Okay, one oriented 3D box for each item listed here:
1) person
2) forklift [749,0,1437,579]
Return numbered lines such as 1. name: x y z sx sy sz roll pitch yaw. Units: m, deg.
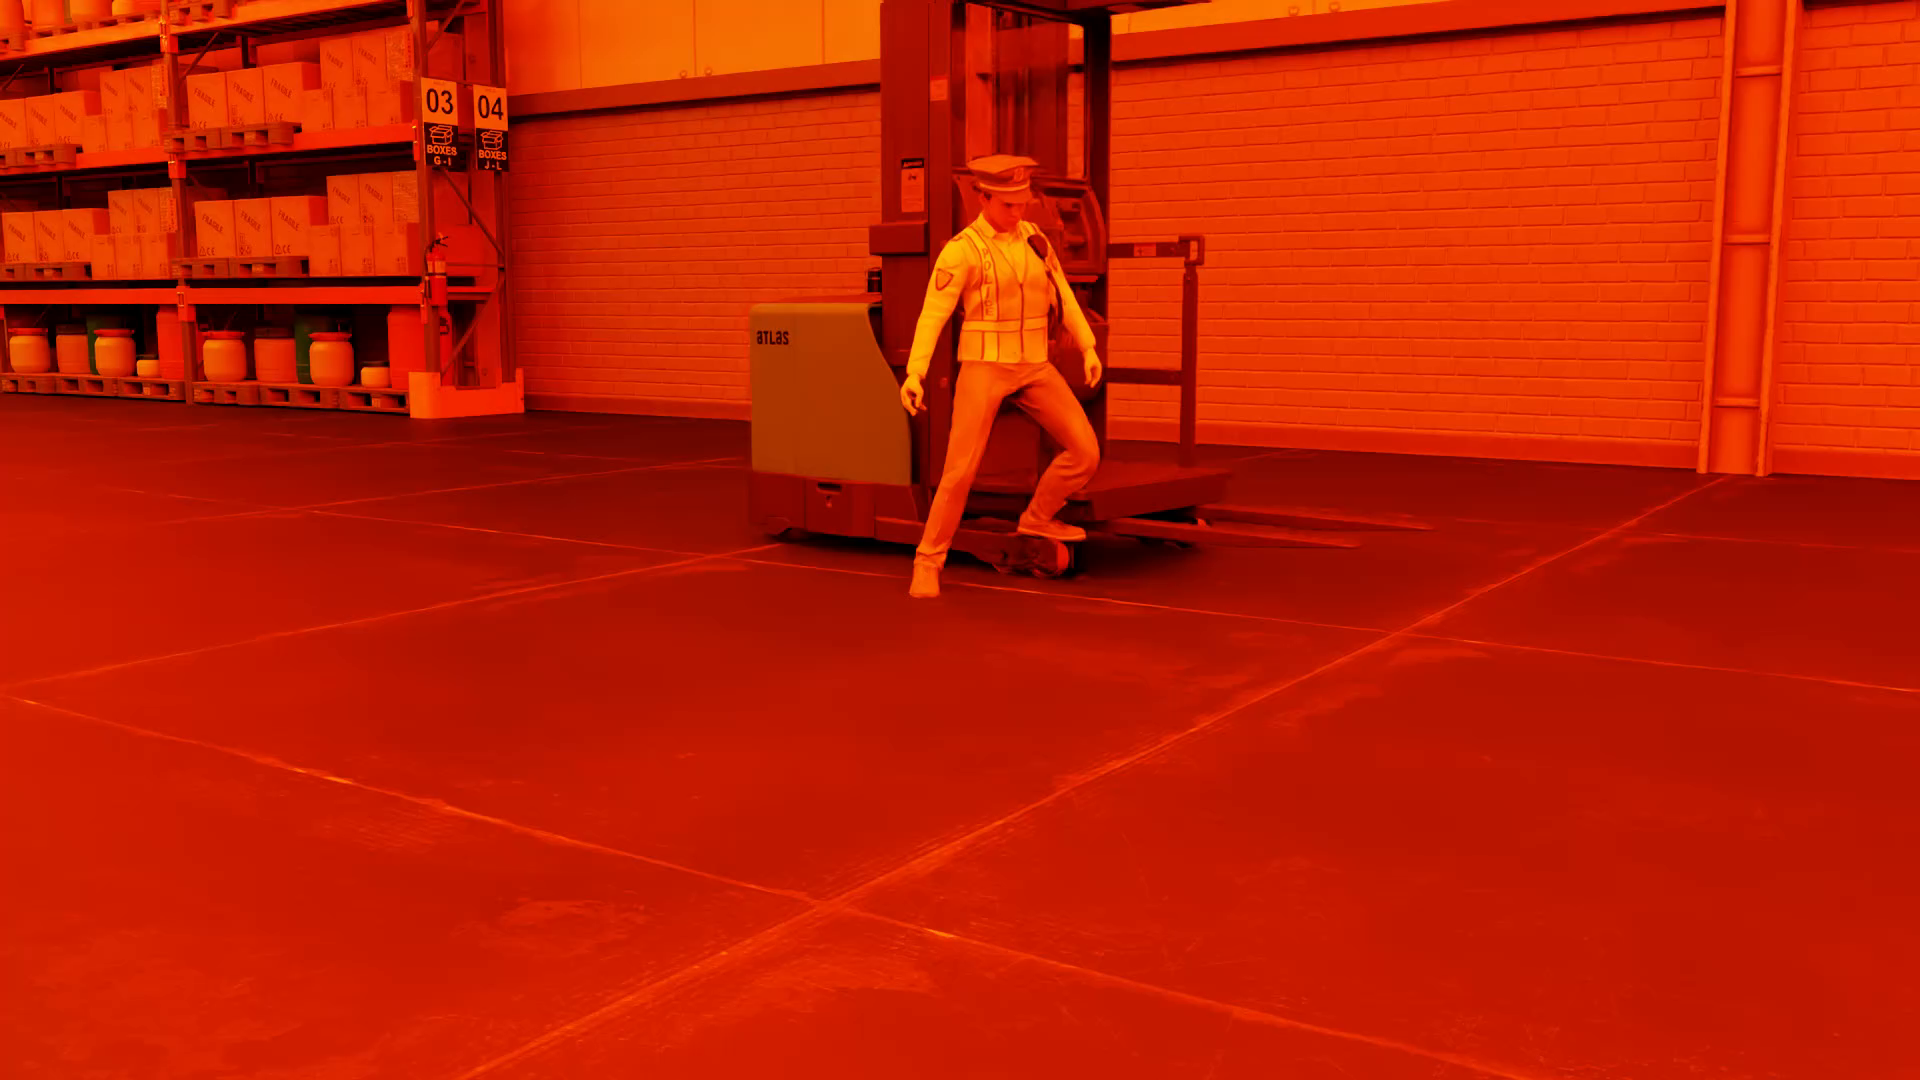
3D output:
1. person: 0.173 -0.611 6.247 0.856 1.636 0.424 -5 9 -30
2. forklift: 0.466 -1.381 6.907 3.031 2.935 1.130 7 11 41
